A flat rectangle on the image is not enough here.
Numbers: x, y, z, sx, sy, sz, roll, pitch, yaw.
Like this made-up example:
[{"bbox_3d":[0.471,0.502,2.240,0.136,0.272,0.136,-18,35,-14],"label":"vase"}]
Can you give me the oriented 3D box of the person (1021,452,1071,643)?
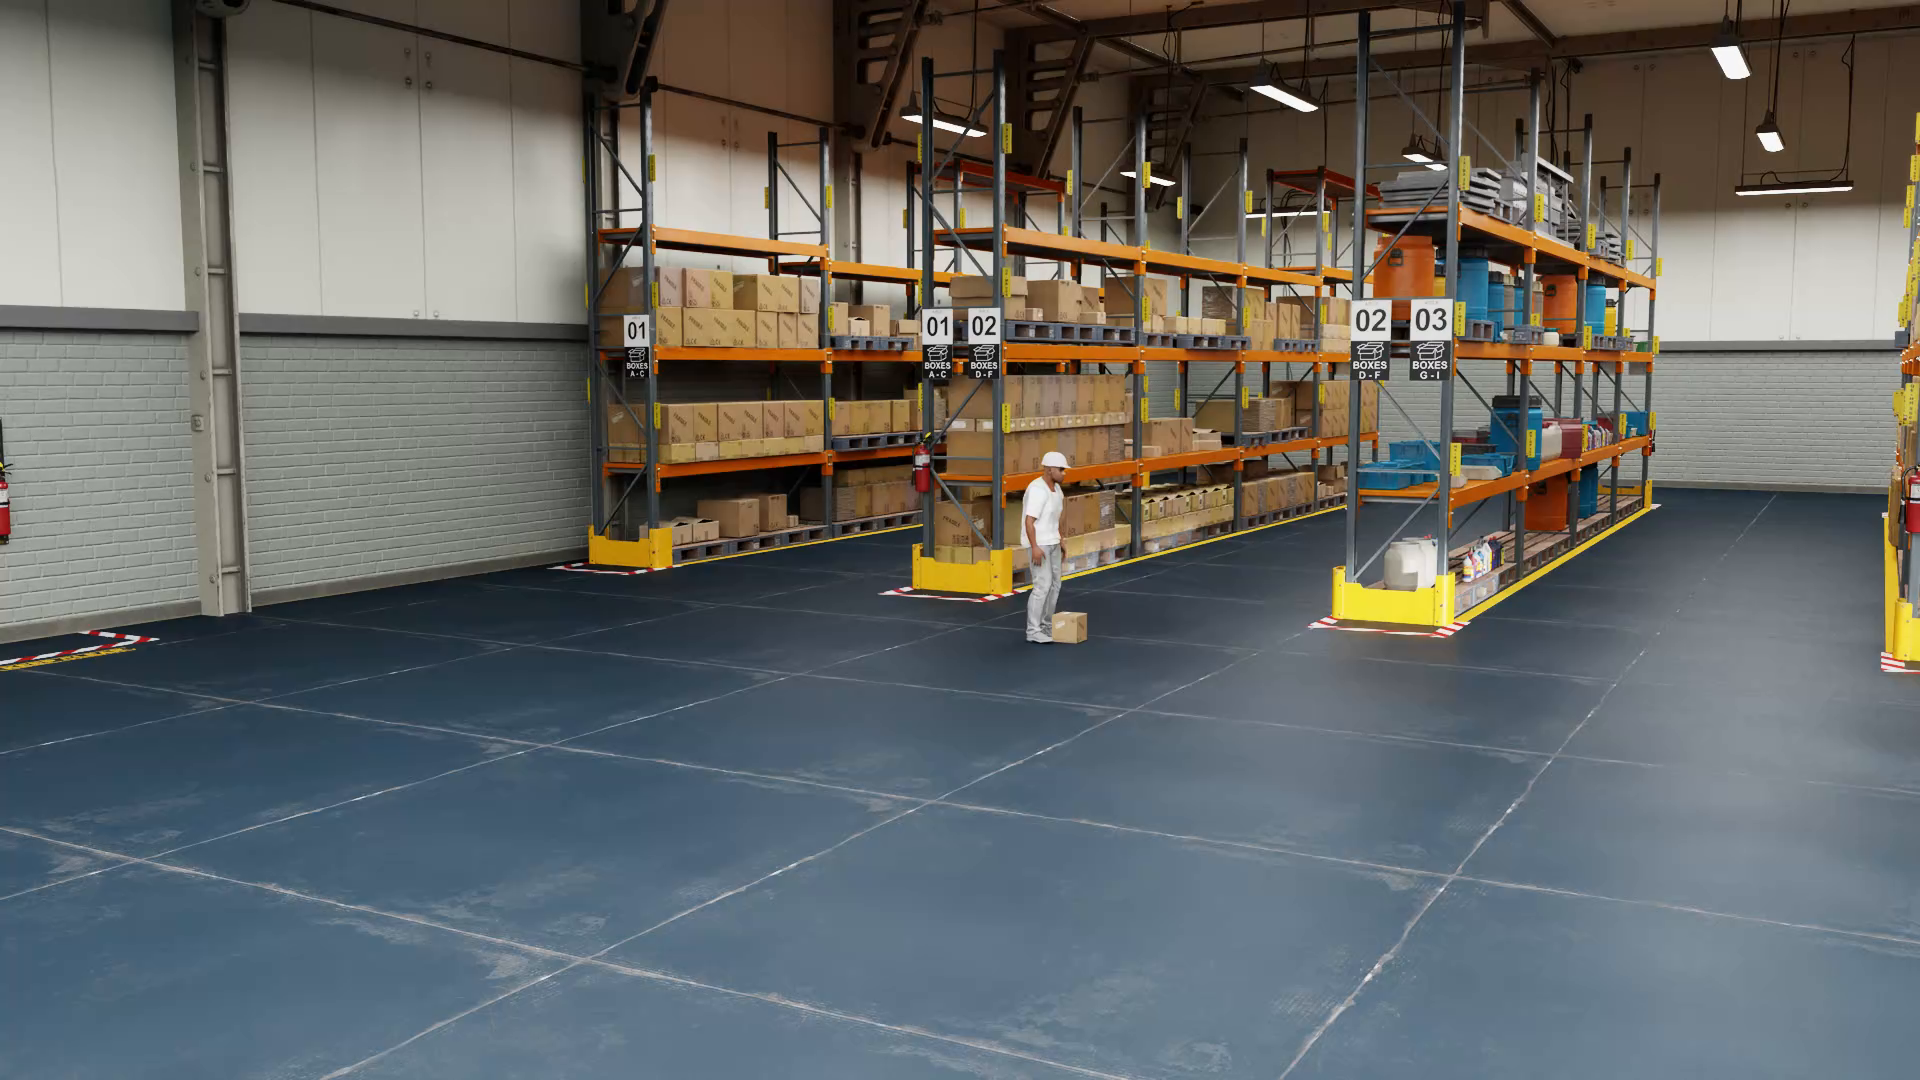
[{"bbox_3d":[0.811,0.056,15.518,0.456,1.758,0.627,3,7,29],"label":"person"}]
